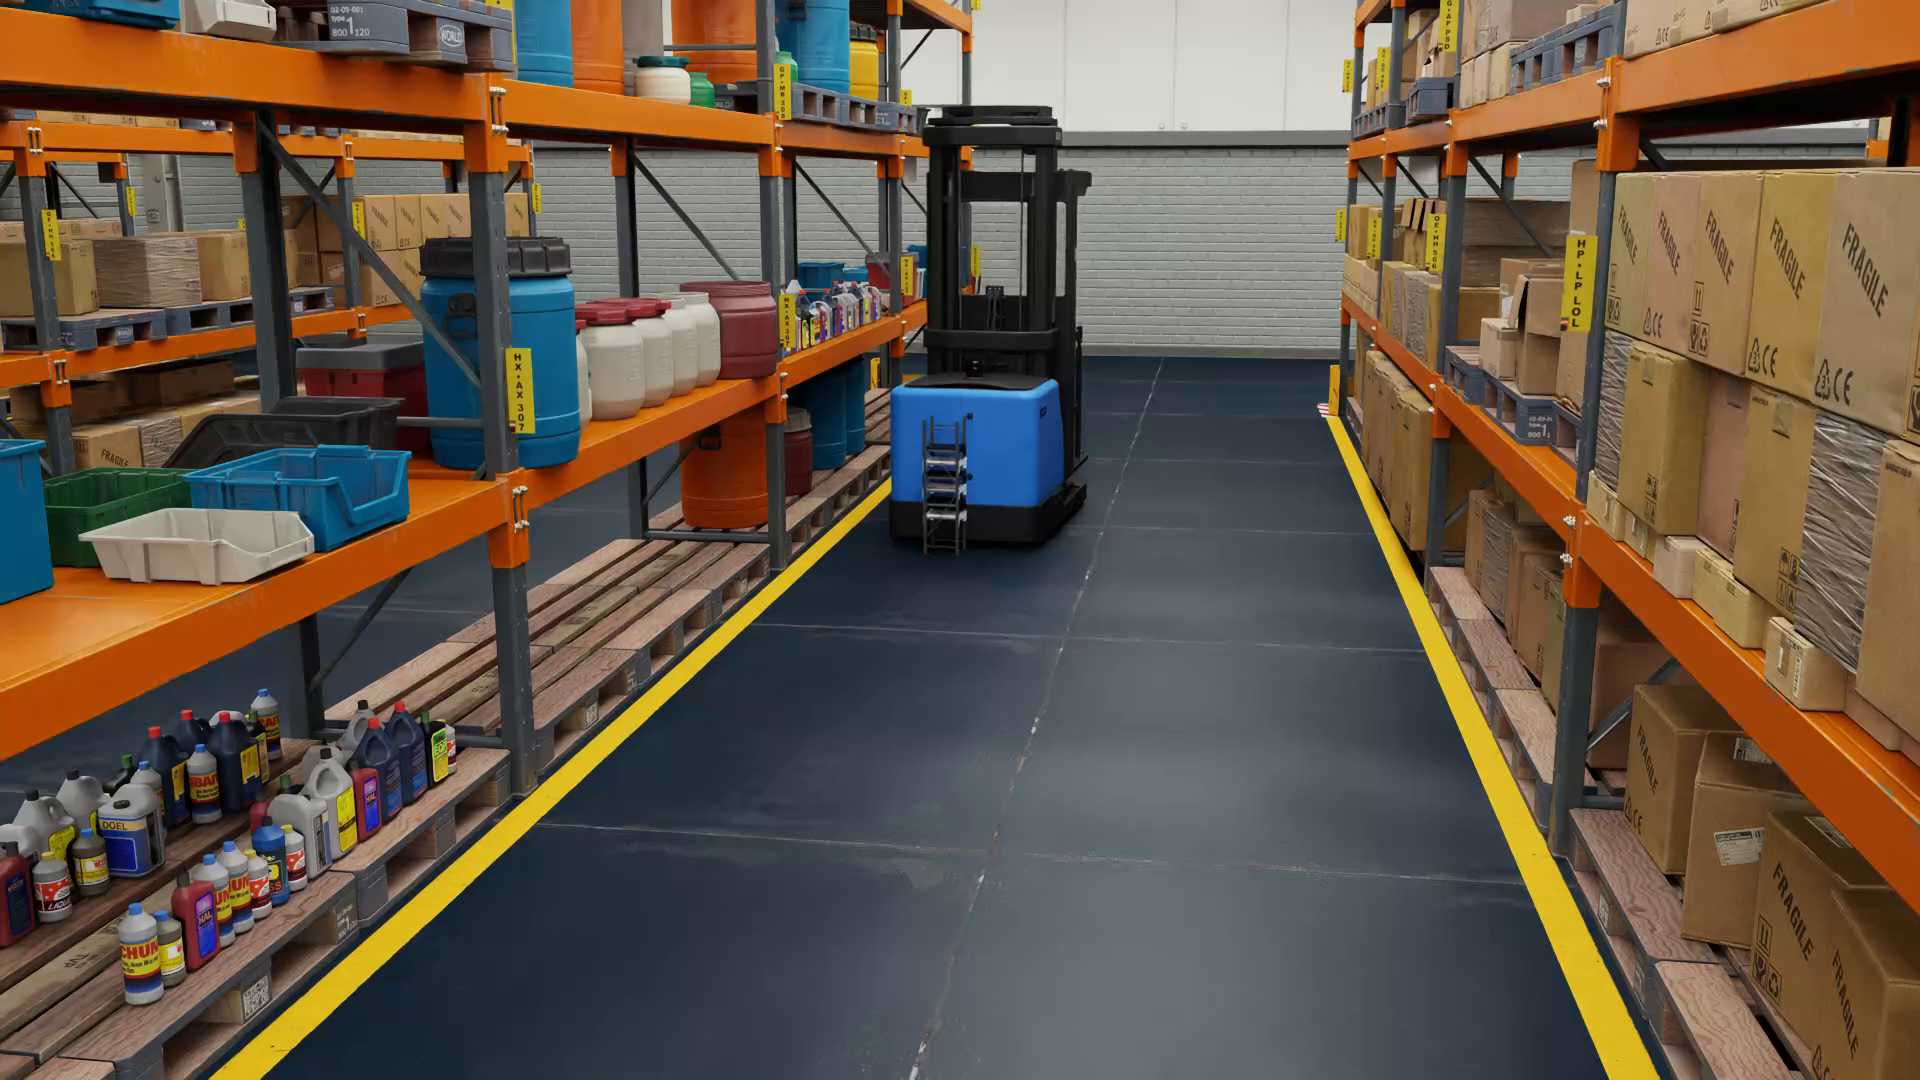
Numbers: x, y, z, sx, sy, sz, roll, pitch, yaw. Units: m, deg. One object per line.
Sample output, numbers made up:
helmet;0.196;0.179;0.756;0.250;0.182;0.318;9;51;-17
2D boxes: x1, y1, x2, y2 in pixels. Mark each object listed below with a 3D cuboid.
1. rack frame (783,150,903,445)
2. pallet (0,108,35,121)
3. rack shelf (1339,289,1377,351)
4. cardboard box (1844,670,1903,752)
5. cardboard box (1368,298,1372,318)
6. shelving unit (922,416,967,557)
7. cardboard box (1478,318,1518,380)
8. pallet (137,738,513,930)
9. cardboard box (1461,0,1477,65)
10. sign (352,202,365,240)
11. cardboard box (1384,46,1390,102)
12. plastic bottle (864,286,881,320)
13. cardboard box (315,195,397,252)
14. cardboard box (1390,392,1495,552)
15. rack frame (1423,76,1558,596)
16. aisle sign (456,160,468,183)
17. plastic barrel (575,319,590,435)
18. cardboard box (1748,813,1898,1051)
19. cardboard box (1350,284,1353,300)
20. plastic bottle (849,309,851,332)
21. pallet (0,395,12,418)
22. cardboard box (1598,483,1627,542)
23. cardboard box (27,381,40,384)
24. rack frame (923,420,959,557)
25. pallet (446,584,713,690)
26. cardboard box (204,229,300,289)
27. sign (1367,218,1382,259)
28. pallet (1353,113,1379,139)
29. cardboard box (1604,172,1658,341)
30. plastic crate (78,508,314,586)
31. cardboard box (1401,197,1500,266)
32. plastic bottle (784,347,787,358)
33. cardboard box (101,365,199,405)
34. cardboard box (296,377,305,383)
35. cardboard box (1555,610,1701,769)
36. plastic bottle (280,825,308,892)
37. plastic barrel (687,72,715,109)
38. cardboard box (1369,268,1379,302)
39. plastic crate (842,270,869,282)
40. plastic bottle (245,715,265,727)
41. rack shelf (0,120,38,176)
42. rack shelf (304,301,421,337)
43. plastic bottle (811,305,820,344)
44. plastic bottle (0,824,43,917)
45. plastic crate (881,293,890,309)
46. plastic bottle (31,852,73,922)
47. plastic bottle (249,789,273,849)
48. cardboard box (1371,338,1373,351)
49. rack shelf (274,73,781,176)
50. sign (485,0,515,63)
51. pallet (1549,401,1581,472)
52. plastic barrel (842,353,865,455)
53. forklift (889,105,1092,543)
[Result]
rack frame;-0.994;-2.121;14.213;1.000;3.000;0.127;2;12;9
pallet;-6.519;-2.679;10.133;1.213;0.211;1.003;2;12;11
rack shelf;4.208;-2.025;15.476;1.077;0.370;4.000;2;12;9
cardboard box;2.070;0.334;3.420;0.380;0.149;0.250;2;12;9
cardboard box;3.663;-1.965;14.088;0.380;0.149;0.250;2;12;10
shelving unit;-0.101;-0.355;11.007;0.258;0.900;0.210;3;12;13
cardboard box;2.800;-0.918;7.992;0.500;0.250;0.500;2;12;7
pallet;-2.369;1.046;6.137;1.003;0.211;1.213;2;12;9
cardboard box;2.958;-2.798;8.810;0.500;0.500;0.500;2;12;9
sign;-5.339;-2.831;14.759;0.100;0.325;0.005;2;12;9
cardboard box;4.048;-4.006;14.371;0.700;0.500;0.500;3;12;12
plastic bottle;-0.735;-1.967;13.797;0.152;0.276;0.135;2;12;9
cardboard box;-5.537;-2.908;15.258;0.500;0.500;0.500;2;12;10
cardboard box;3.412;-0.437;10.448;1.225;0.875;0.875;1;12;6
rack frame;3.285;-1.127;9.605;1.000;3.000;0.127;2;12;9
aisle sign;-5.552;-4.409;18.661;0.394;0.787;0.004;2;12;9
plastic barrel;-1.861;-0.714;7.362;0.433;0.535;0.433;0;12;0
cardboard box;2.470;1.055;4.414;0.500;0.500;0.500;1;12;4
cardboard box;3.978;-2.393;16.072;0.380;0.149;0.250;2;12;8
plastic bottle;-0.880;-1.697;12.719;0.097;0.201;0.097;0;12;0
pallet;-10.404;-1.489;17.901;1.003;0.211;1.213;2;12;9
cardboard box;2.288;-0.085;5.365;0.380;0.149;0.250;2;12;9
cardboard box;-10.330;-1.900;18.125;0.700;0.500;0.500;1;12;7
rack frame;-0.125;-0.335;10.910;0.240;0.900;0.006;3;12;13
pallet;-1.957;0.488;8.726;1.003;0.211;1.213;2;12;9
cardboard box;-6.182;-2.445;14.483;0.700;0.500;0.500;-2;12;-10
sign;3.351;-2.440;13.451;0.100;0.325;0.005;2;12;9
pallet;4.411;-4.061;16.307;1.003;0.211;1.213;2;12;9
cardboard box;2.349;-0.892;5.197;0.500;0.500;0.500;2;12;9
plastic crate;-2.224;0.020;4.907;0.530;0.136;0.437;2;12;9
cardboard box;3.810;-2.366;12.734;0.797;0.503;0.637;2;12;7
plastic bottle;-1.178;-1.328;10.840;0.097;0.271;0.097;0;12;0
cardboard box;-6.433;-1.236;13.218;0.500;0.250;0.500;2;12;8
cardboard box;-5.681;-1.163;14.659;0.500;0.500;0.500;2;12;8
cardboard box;2.785;0.585;6.548;0.700;0.500;0.500;1;12;4
plastic bottle;-2.138;1.007;5.297;0.097;0.201;0.097;0;12;0
plastic barrel;-1.597;-2.625;9.803;0.294;0.245;0.294;0;12;0
cardboard box;3.709;-2.133;13.919;0.500;0.250;0.500;2;12;8
plastic crate;-0.991;-2.523;16.337;0.416;0.233;0.300;2;12;9
plastic bottle;-2.722;0.771;6.394;0.097;0.201;0.097;0;12;0
rack shelf;-6.811;-2.147;8.926;1.077;0.370;4.000;2;12;9
rack shelf;-5.580;-2.346;16.969;1.077;0.370;4.000;2;12;9
plastic bottle;-1.036;-1.520;11.733;0.097;0.271;0.097;0;12;0
plastic bottle;-2.903;1.017;5.076;0.152;0.276;0.135;2;12;7
plastic crate;-0.781;-2.113;14.663;0.396;0.136;0.243;2;12;9
plastic bottle;-2.777;1.054;5.083;0.097;0.201;0.097;0;12;0
plastic bottle;-2.252;0.939;5.422;0.061;0.283;0.133;2;12;9
cardboard box;4.219;-1.449;15.143;0.875;0.875;0.875;2;12;9
rack shelf;-1.917;-1.986;8.177;1.077;0.370;4.000;2;12;9
sign;-1.682;-1.906;6.075;0.100;0.325;0.005;2;12;9
pallet;2.931;-0.355;6.478;1.003;0.211;1.213;2;12;9
plastic barrel;-1.094;-1.187;13.867;0.600;0.901;0.708;2;12;9
forklift;0.356;-1.678;12.320;1.130;2.935;3.031;3;12;13
